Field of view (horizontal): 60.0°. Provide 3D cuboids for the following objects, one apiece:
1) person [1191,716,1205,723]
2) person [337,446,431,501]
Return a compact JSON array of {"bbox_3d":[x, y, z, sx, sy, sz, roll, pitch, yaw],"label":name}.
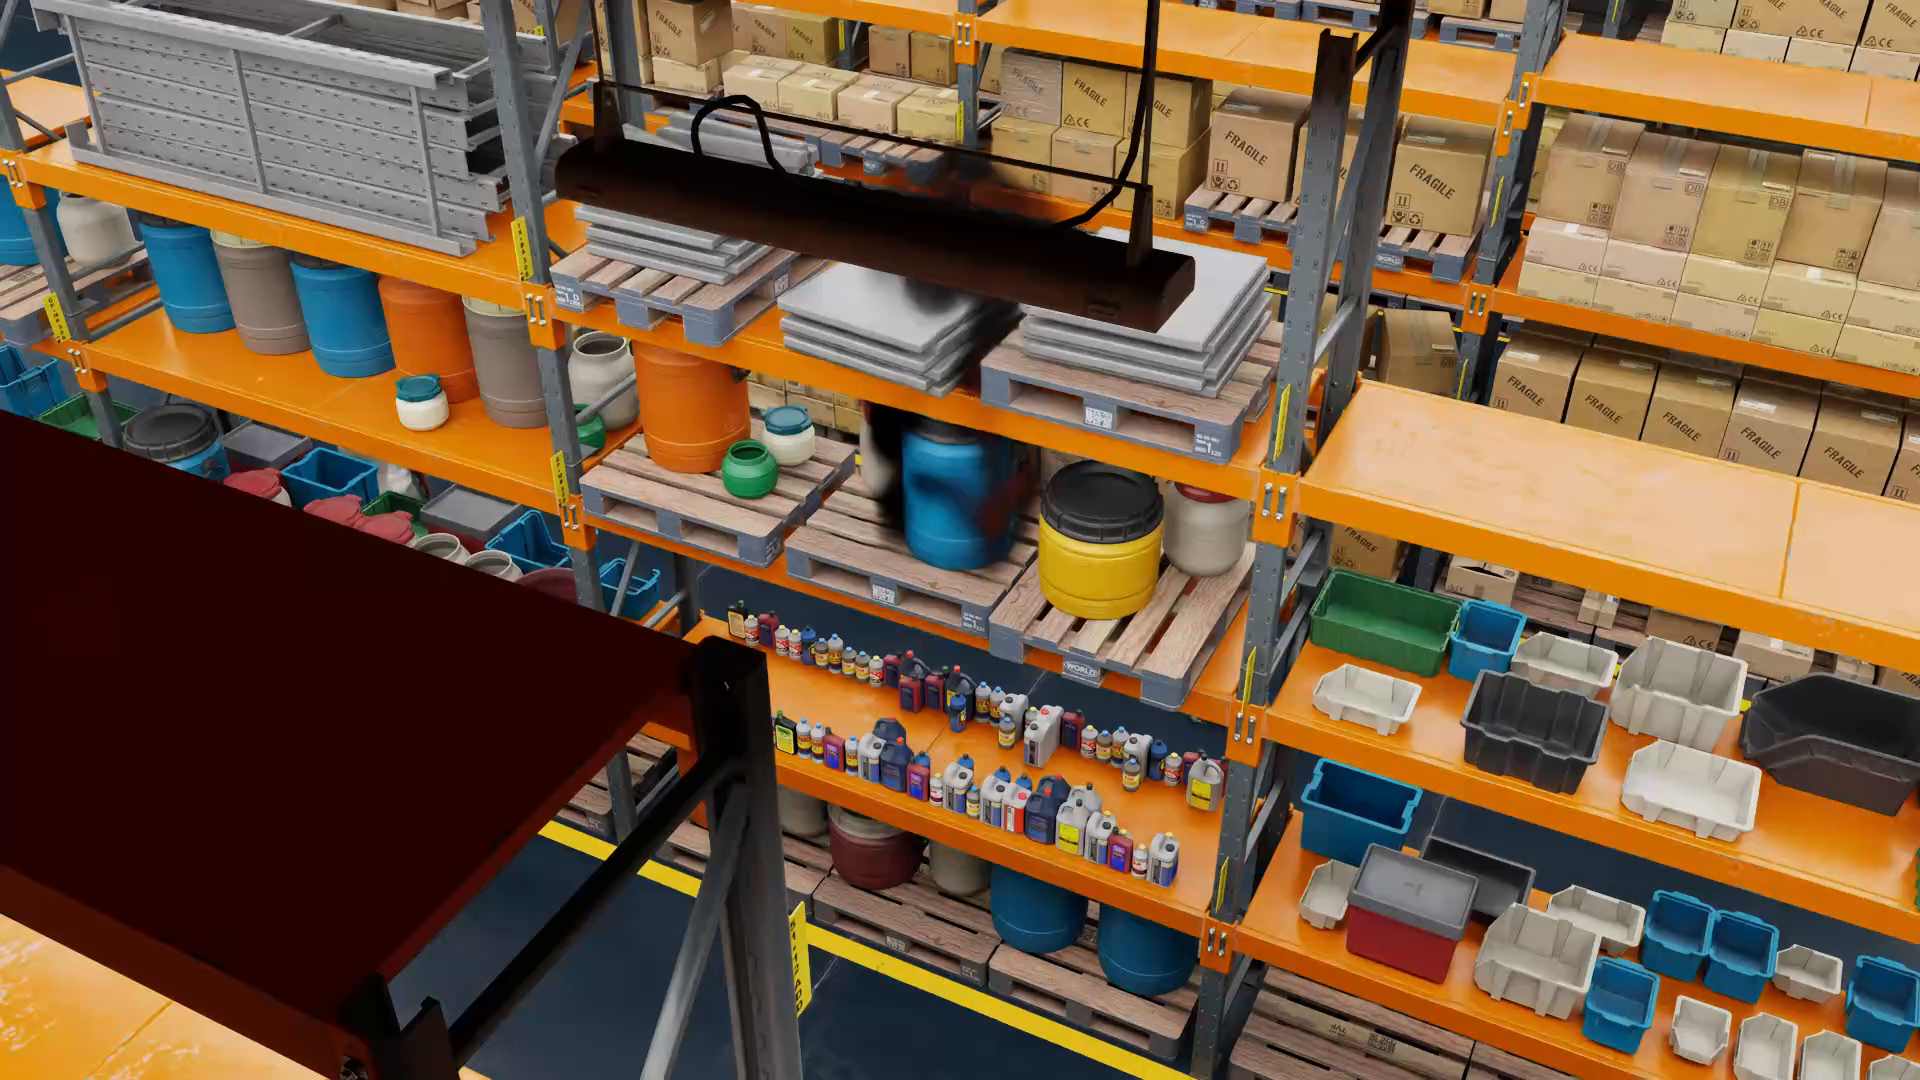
[{"bbox_3d":[1.755,0.568,11.653,0.888,1.592,0.609,7,36,10],"label":"person"},{"bbox_3d":[-4.382,-0.368,12.898,0.854,1.700,0.716,0,35,0],"label":"person"}]
